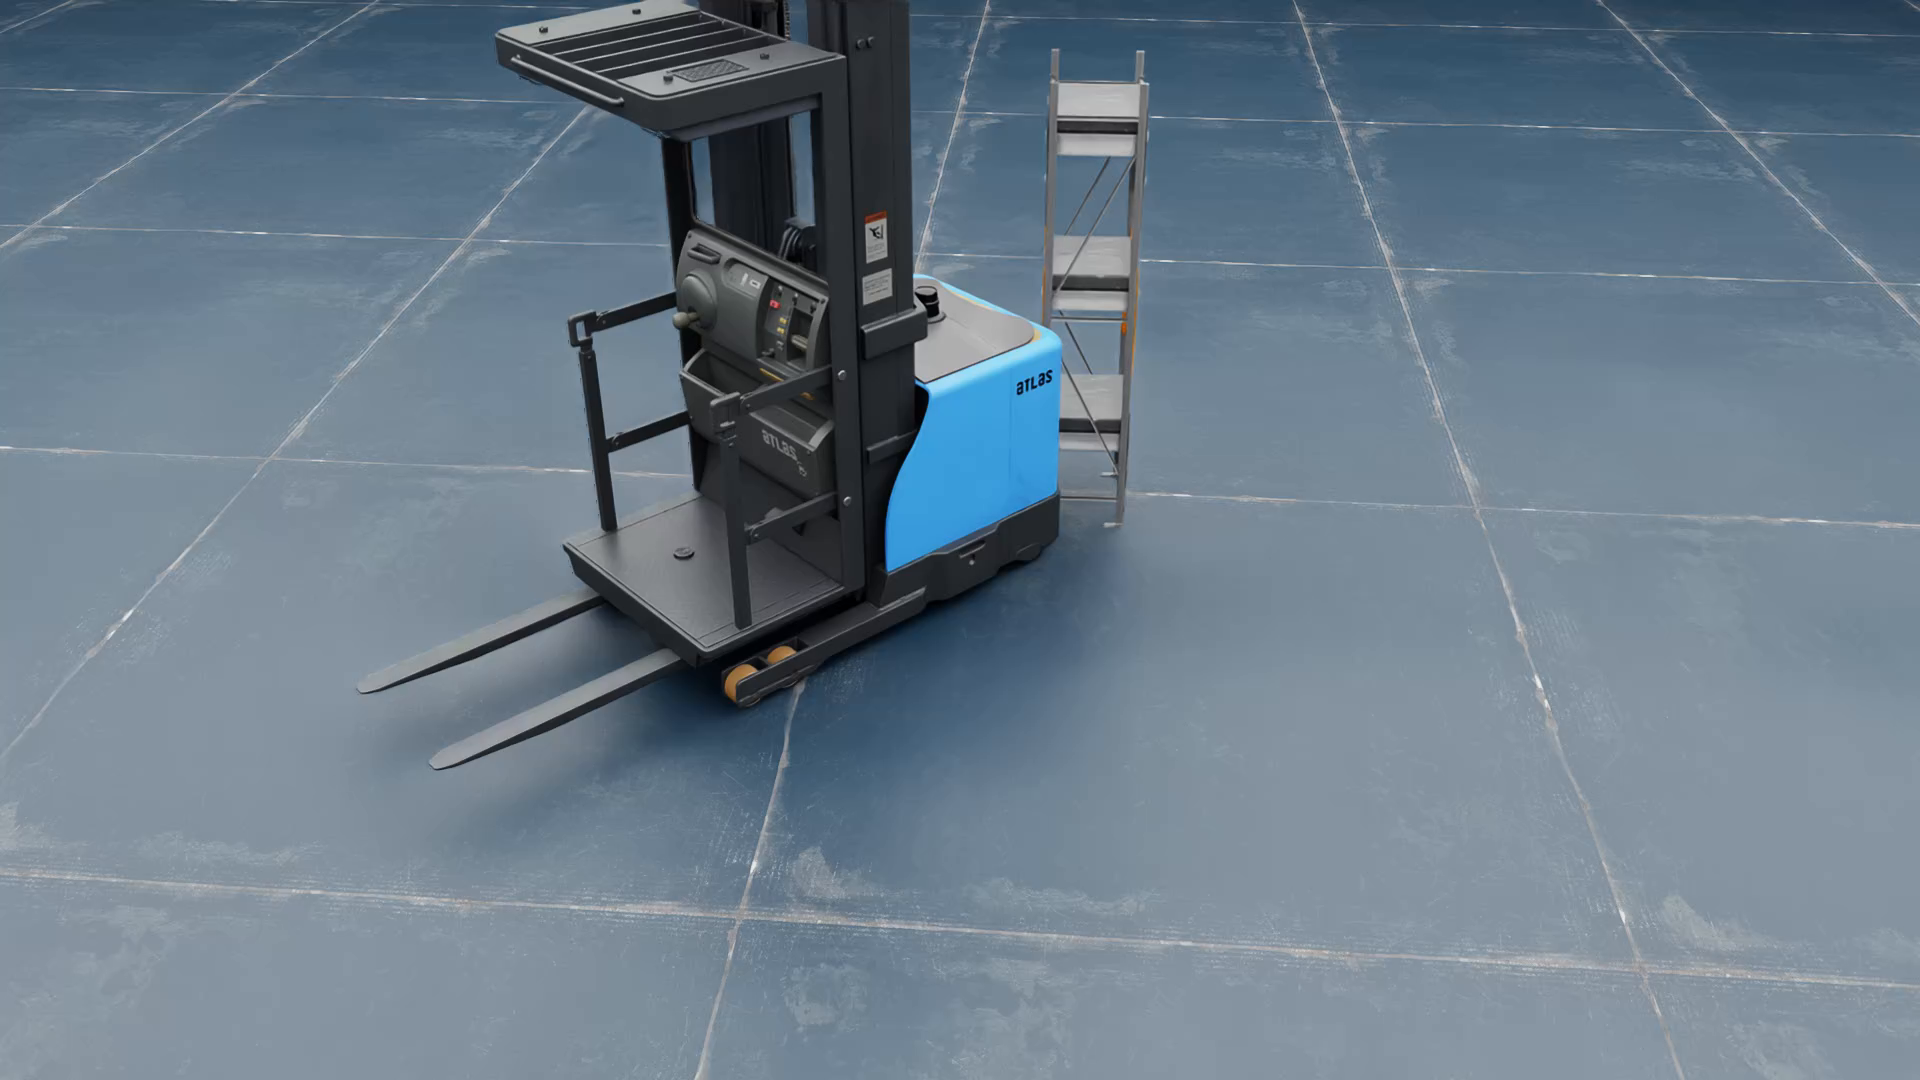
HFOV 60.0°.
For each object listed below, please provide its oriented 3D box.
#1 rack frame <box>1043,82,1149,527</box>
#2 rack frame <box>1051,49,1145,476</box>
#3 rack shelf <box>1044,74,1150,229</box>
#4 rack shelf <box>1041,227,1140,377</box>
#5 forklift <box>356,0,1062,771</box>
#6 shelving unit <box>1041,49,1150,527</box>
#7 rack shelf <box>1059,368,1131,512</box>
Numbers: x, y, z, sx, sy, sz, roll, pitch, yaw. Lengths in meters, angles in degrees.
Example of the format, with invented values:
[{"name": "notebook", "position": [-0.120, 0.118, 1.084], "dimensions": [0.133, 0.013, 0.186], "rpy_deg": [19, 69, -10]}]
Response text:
[{"name": "rack frame", "position": [0.568, -0.964, 7.313], "dimensions": [0.400, 2.100, 0.015], "rpy_deg": [2, 32, 3]}, {"name": "rack frame", "position": [0.596, -1.220, 7.728], "dimensions": [0.400, 2.100, 0.015], "rpy_deg": [2, 32, 3]}, {"name": "rack shelf", "position": [0.582, -1.676, 7.160], "dimensions": [0.431, 0.518, 0.480], "rpy_deg": [2, 32, 3]}, {"name": "rack shelf", "position": [0.582, -1.080, 7.528], "dimensions": [0.431, 0.518, 0.480], "rpy_deg": [2, 32, 3]}, {"name": "forklift", "position": [-0.980, -0.890, 6.400], "dimensions": [3.031, 2.935, 1.130], "rpy_deg": [-25, 40, -35]}, {"name": "shelving unit", "position": [0.582, -1.092, 7.520], "dimensions": [0.431, 2.100, 0.503], "rpy_deg": [2, 32, 3]}, {"name": "rack shelf", "position": [0.582, -0.484, 7.895], "dimensions": [0.431, 0.518, 0.480], "rpy_deg": [2, 32, 3]}]
